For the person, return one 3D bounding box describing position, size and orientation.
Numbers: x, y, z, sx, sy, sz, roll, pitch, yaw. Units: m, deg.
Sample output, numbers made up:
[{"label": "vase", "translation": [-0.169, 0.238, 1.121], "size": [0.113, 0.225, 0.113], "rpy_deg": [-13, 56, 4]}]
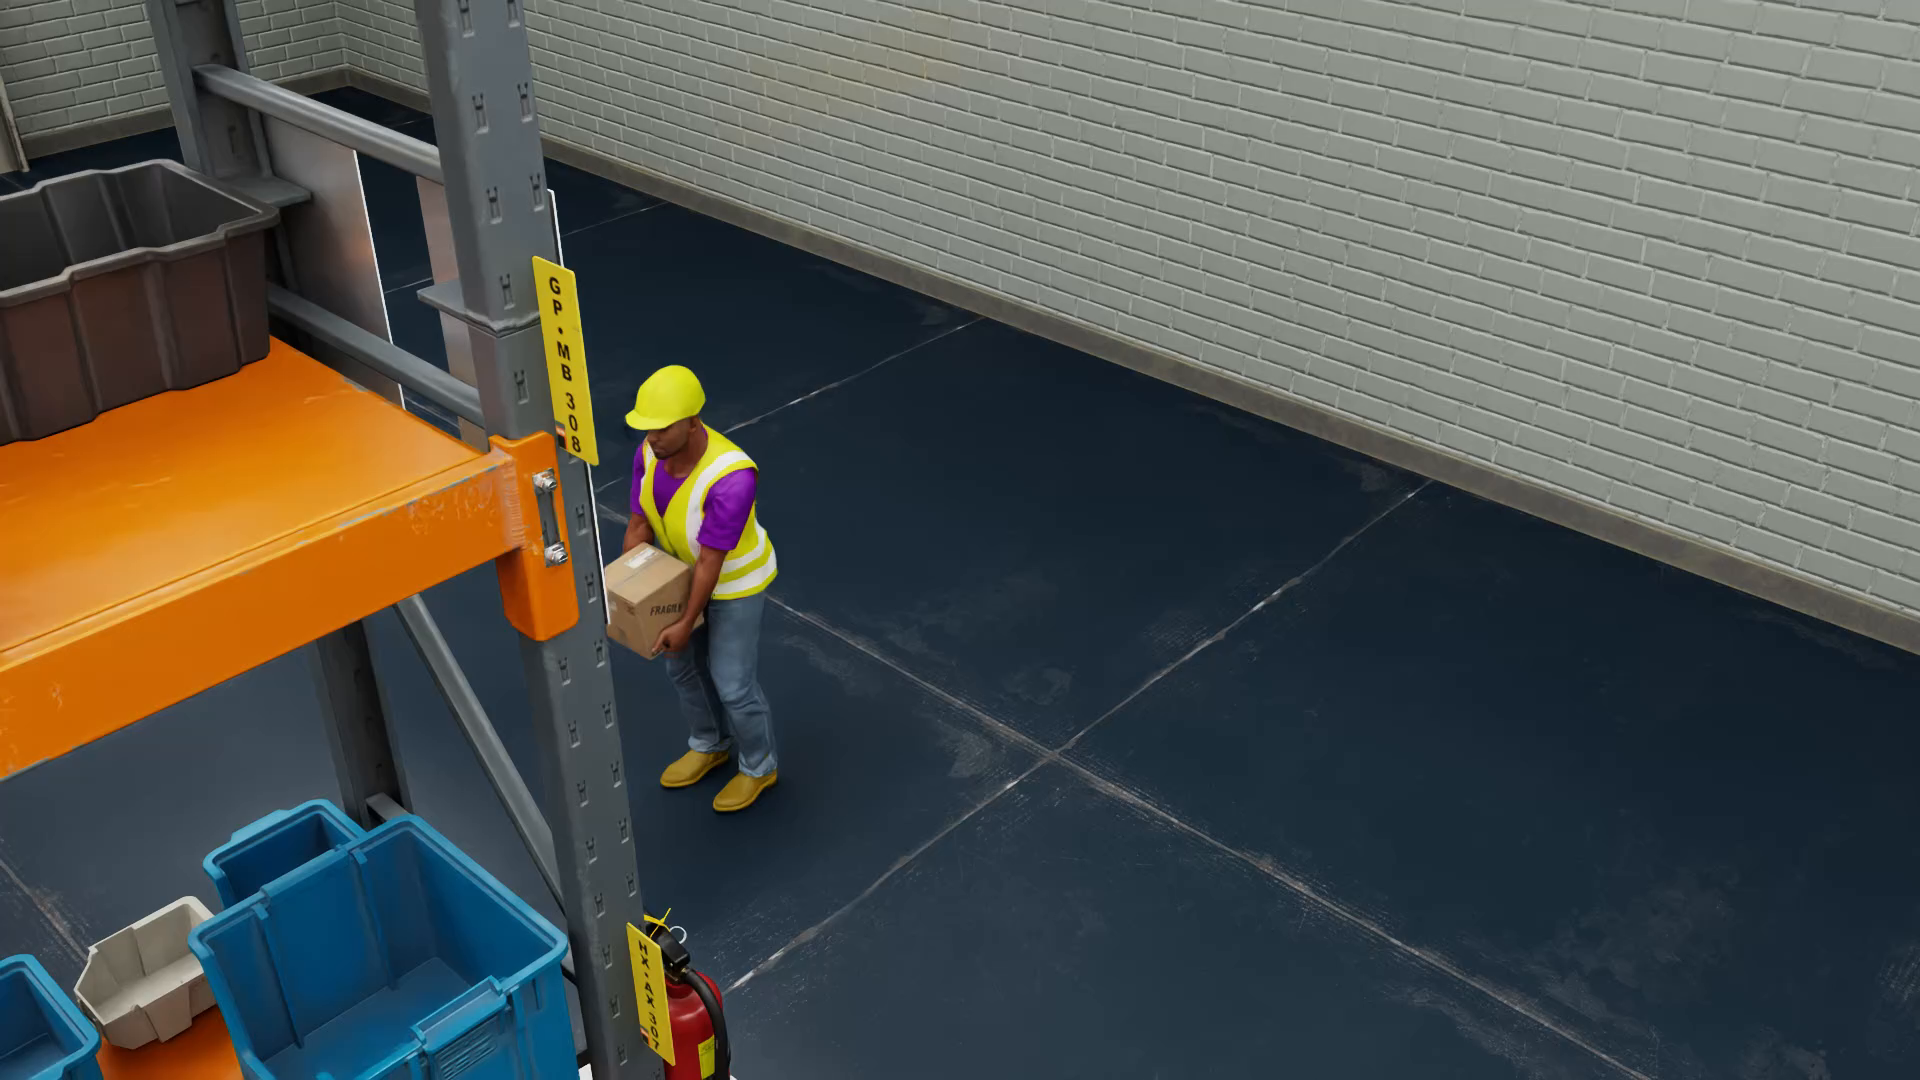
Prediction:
[{"label": "person", "translation": [-0.924, 0.177, 5.819], "size": [0.505, 1.763, 0.559], "rpy_deg": [25, 39, 35]}]
